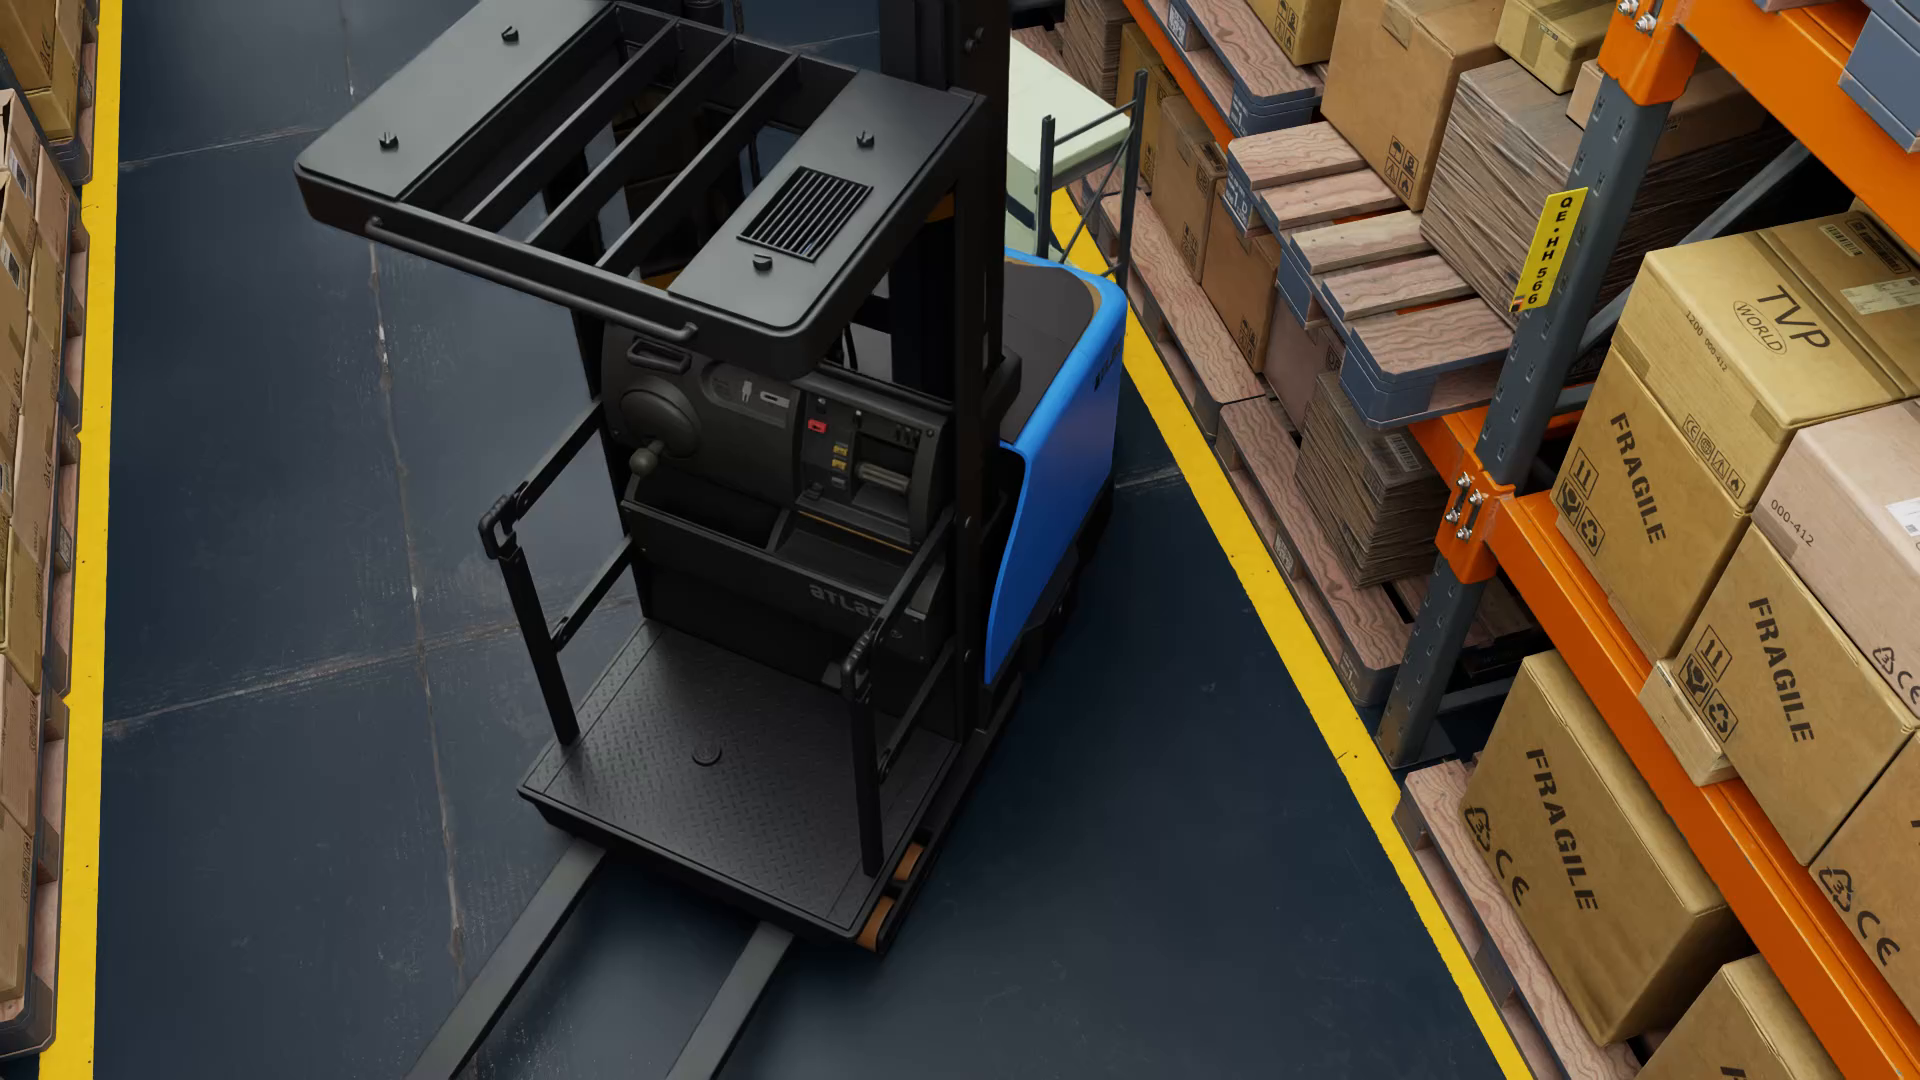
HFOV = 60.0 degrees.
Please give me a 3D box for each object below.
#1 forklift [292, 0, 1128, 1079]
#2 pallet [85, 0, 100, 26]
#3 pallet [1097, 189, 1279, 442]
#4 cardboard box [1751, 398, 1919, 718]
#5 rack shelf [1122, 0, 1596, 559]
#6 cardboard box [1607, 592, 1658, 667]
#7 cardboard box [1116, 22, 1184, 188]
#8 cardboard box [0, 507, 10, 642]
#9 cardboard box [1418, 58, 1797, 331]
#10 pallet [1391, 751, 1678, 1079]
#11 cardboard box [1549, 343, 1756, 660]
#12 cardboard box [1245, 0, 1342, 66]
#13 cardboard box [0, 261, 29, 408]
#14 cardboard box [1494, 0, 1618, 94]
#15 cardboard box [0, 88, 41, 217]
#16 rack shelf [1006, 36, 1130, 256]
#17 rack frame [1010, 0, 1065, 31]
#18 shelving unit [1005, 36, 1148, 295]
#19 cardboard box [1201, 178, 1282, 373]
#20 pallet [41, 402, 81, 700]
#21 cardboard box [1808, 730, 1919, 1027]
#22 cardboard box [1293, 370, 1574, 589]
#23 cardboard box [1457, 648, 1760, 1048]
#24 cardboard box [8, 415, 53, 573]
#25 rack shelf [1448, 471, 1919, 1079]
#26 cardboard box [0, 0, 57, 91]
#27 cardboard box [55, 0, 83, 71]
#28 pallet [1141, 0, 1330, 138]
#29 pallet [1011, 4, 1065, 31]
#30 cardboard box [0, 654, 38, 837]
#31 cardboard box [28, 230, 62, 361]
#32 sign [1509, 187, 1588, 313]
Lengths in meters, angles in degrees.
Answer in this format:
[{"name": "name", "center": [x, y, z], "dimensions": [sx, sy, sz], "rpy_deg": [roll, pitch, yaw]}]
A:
[{"name": "forklift", "center": [-0.568, -0.164, 3.972], "dimensions": [1.130, 2.935, 3.031], "rpy_deg": [20, 53, 16]}, {"name": "pallet", "center": [-4.680, -2.790, 7.964], "dimensions": [1.003, 0.211, 1.213], "rpy_deg": [-13, 51, -11]}, {"name": "pallet", "center": [1.207, -0.969, 6.429], "dimensions": [1.003, 0.211, 1.213], "rpy_deg": [-13, 51, -11]}, {"name": "cardboard box", "center": [1.841, -0.001, 3.026], "dimensions": [0.500, 0.250, 0.500], "rpy_deg": [-14, 51, -11]}, {"name": "rack shelf", "center": [1.202, -1.636, 5.638], "dimensions": [1.077, 0.370, 4.000], "rpy_deg": [-13, 51, -11]}, {"name": "cardboard box", "center": [1.736, 0.146, 3.816], "dimensions": [0.380, 0.149, 0.250], "rpy_deg": [-13, 51, -10]}, {"name": "cardboard box", "center": [1.045, -1.765, 6.623], "dimensions": [0.700, 0.500, 0.500], "rpy_deg": [-14, 51, -12]}, {"name": "cardboard box", "center": [-3.124, 0.082, 4.876], "dimensions": [0.500, 0.311, 0.500], "rpy_deg": [-15, 51, -12]}, {"name": "cardboard box", "center": [1.645, -0.922, 4.213], "dimensions": [0.700, 0.500, 0.500], "rpy_deg": [-19, 52, -15]}, {"name": "pallet", "center": [1.955, 1.084, 4.698], "dimensions": [1.003, 0.211, 1.213], "rpy_deg": [-13, 51, -11]}, {"name": "cardboard box", "center": [1.693, -0.129, 3.624], "dimensions": [0.500, 0.500, 0.500], "rpy_deg": [-12, 51, -10]}, {"name": "cardboard box", "center": [1.255, -1.827, 4.976], "dimensions": [0.700, 0.500, 0.500], "rpy_deg": [-13, 51, -11]}, {"name": "cardboard box", "center": [-3.421, -0.661, 5.503], "dimensions": [0.500, 0.311, 0.500], "rpy_deg": [-13, 51, -11]}, {"name": "cardboard box", "center": [1.554, -1.267, 4.079], "dimensions": [0.380, 0.149, 0.250], "rpy_deg": [-21, 53, -17]}, {"name": "cardboard box", "center": [-3.727, -1.405, 6.130], "dimensions": [0.500, 0.311, 0.500], "rpy_deg": [-13, 51, -11]}, {"name": "rack shelf", "center": [0.170, -1.297, 5.352], "dimensions": [0.431, 0.370, 0.720], "rpy_deg": [-32, 57, -24]}, {"name": "rack frame", "center": [0.611, -3.329, 6.594], "dimensions": [1.000, 3.000, 0.127], "rpy_deg": [-13, 51, -11]}, {"name": "shelving unit", "center": [0.170, -1.046, 5.651], "dimensions": [0.431, 1.500, 0.755], "rpy_deg": [-32, 57, -24]}, {"name": "cardboard box", "center": [1.316, -1.017, 5.992], "dimensions": [0.700, 0.500, 0.500], "rpy_deg": [-14, 51, -11]}, {"name": "pallet", "center": [-3.501, 0.115, 5.515], "dimensions": [1.003, 0.211, 1.213], "rpy_deg": [-13, 51, -11]}, {"name": "cardboard box", "center": [1.985, 0.618, 2.994], "dimensions": [0.500, 0.500, 0.500], "rpy_deg": [-14, 51, -11]}, {"name": "cardboard box", "center": [1.531, -0.258, 5.352], "dimensions": [0.700, 0.500, 0.500], "rpy_deg": [-13, 51, -10]}, {"name": "cardboard box", "center": [1.886, 0.717, 4.315], "dimensions": [0.750, 0.750, 0.750], "rpy_deg": [-14, 51, -11]}, {"name": "cardboard box", "center": [-3.272, -0.103, 5.398], "dimensions": [0.500, 0.250, 0.500], "rpy_deg": [-12, 51, -10]}, {"name": "rack shelf", "center": [2.385, 1.285, 3.175], "dimensions": [1.077, 0.370, 4.000], "rpy_deg": [-13, 51, -11]}, {"name": "cardboard box", "center": [-3.958, -2.106, 6.597], "dimensions": [0.500, 0.500, 0.500], "rpy_deg": [-13, 51, -11]}, {"name": "cardboard box", "center": [-4.111, -2.229, 7.191], "dimensions": [0.500, 0.250, 0.500], "rpy_deg": [-13, 51, -11]}, {"name": "pallet", "center": [1.169, -1.782, 5.416], "dimensions": [1.003, 0.211, 1.213], "rpy_deg": [-13, 51, -11]}, {"name": "pallet", "center": [0.378, -2.913, 8.067], "dimensions": [1.003, 0.211, 1.213], "rpy_deg": [-13, 51, -11]}, {"name": "cardboard box", "center": [-2.961, 0.650, 4.764], "dimensions": [0.500, 0.250, 0.500], "rpy_deg": [-15, 51, -12]}, {"name": "cardboard box", "center": [-3.573, -0.848, 6.027], "dimensions": [0.500, 0.250, 0.500], "rpy_deg": [-14, 51, -12]}, {"name": "sign", "center": [1.278, -0.626, 3.610], "dimensions": [0.100, 0.325, 0.005], "rpy_deg": [-13, 51, -11]}]
